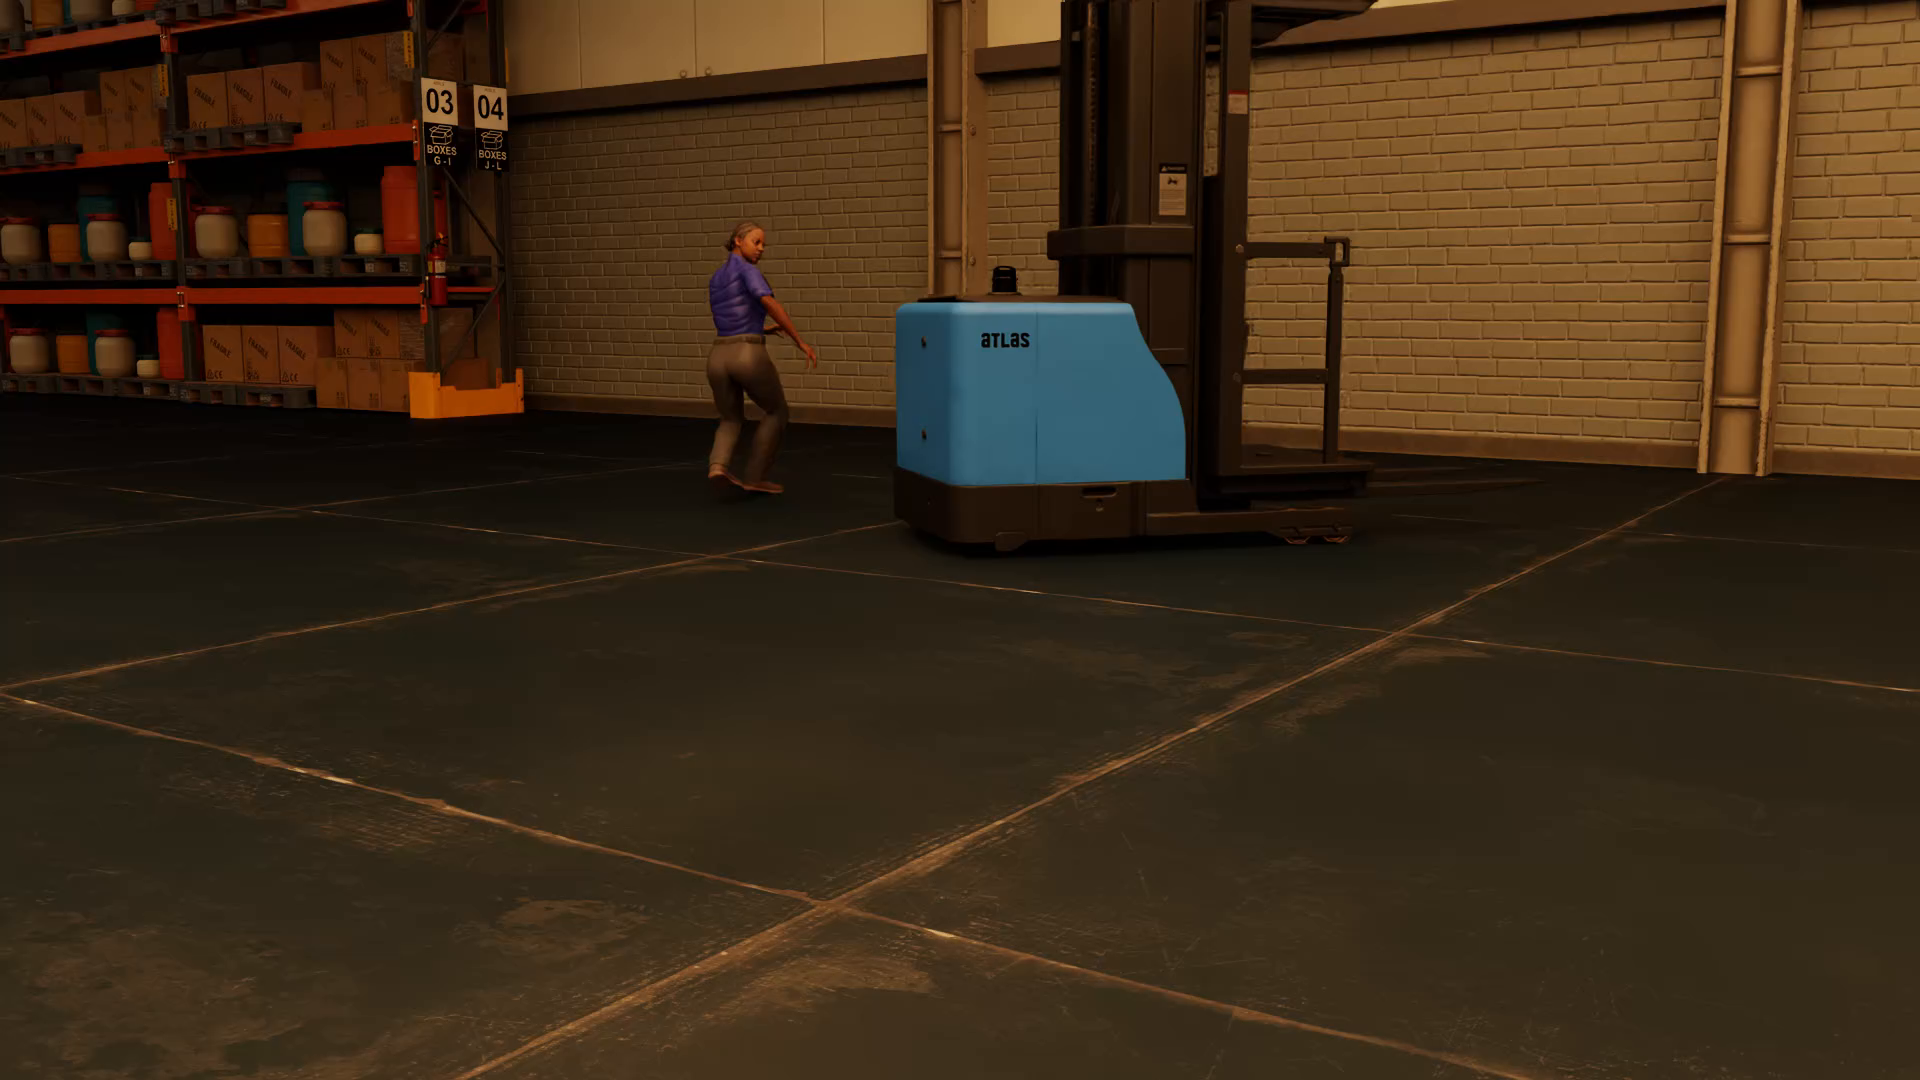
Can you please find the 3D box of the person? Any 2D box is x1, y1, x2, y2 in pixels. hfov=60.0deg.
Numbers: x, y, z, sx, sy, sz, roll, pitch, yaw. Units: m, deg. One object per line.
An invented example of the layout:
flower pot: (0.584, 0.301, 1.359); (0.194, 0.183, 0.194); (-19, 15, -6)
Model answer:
person: (-1.079, -0.995, 9.216); (0.799, 1.531, 0.815); (5, 10, 33)

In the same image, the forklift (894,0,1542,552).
forklift: (1.264, -1.496, 7.712); (3.031, 2.935, 1.130); (-3, 8, -17)
